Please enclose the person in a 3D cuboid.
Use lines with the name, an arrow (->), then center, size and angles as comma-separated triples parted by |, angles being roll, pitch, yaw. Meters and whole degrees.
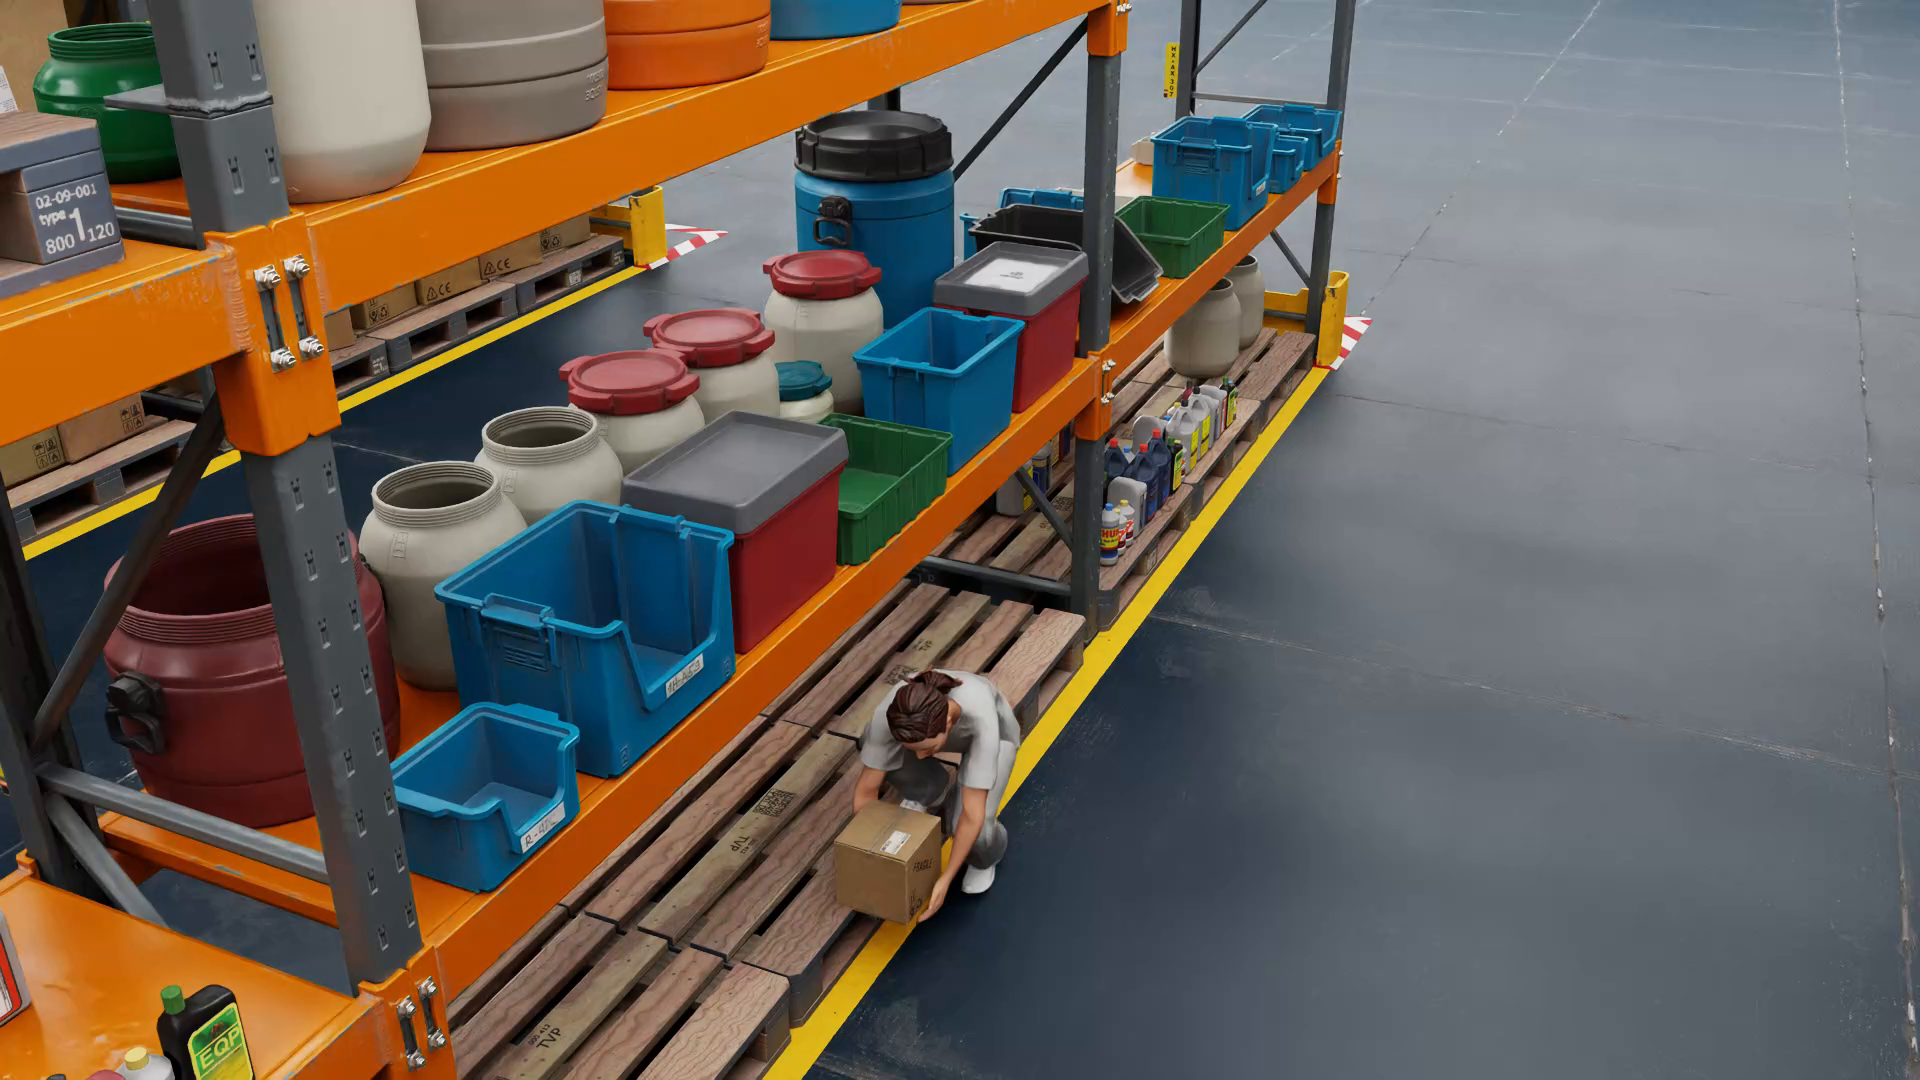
person -> -0.055, 0.750, 5.433 | 0.479, 0.939, 0.799 | 11, 28, 22
